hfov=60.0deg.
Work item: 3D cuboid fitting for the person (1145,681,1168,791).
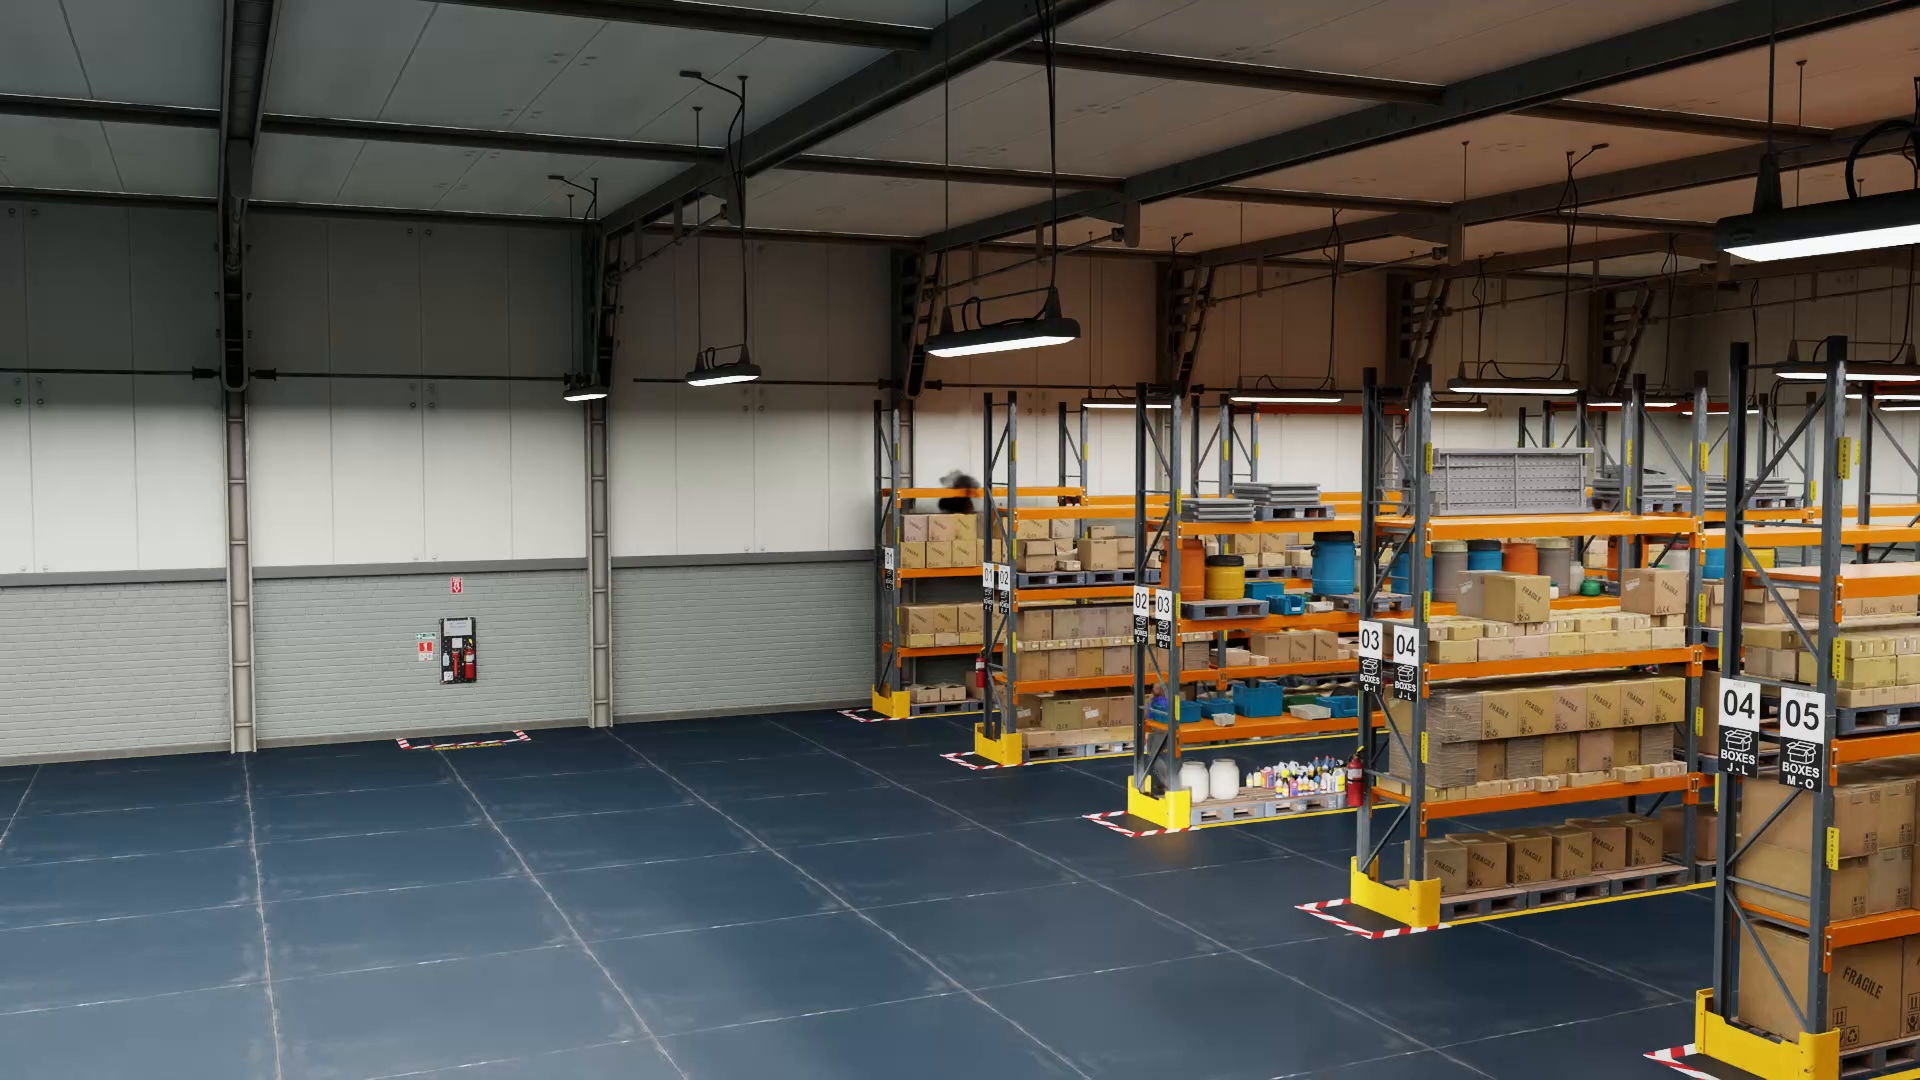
[{"bbox_3d":[2.917,2.912,24.611,0.629,1.636,0.577,-2,4,-35],"label":"person"}]

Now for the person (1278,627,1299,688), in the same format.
[{"bbox_3d":[6.458,2.389,32.630,0.906,1.820,0.710,-2,4,-29],"label":"person"}]
